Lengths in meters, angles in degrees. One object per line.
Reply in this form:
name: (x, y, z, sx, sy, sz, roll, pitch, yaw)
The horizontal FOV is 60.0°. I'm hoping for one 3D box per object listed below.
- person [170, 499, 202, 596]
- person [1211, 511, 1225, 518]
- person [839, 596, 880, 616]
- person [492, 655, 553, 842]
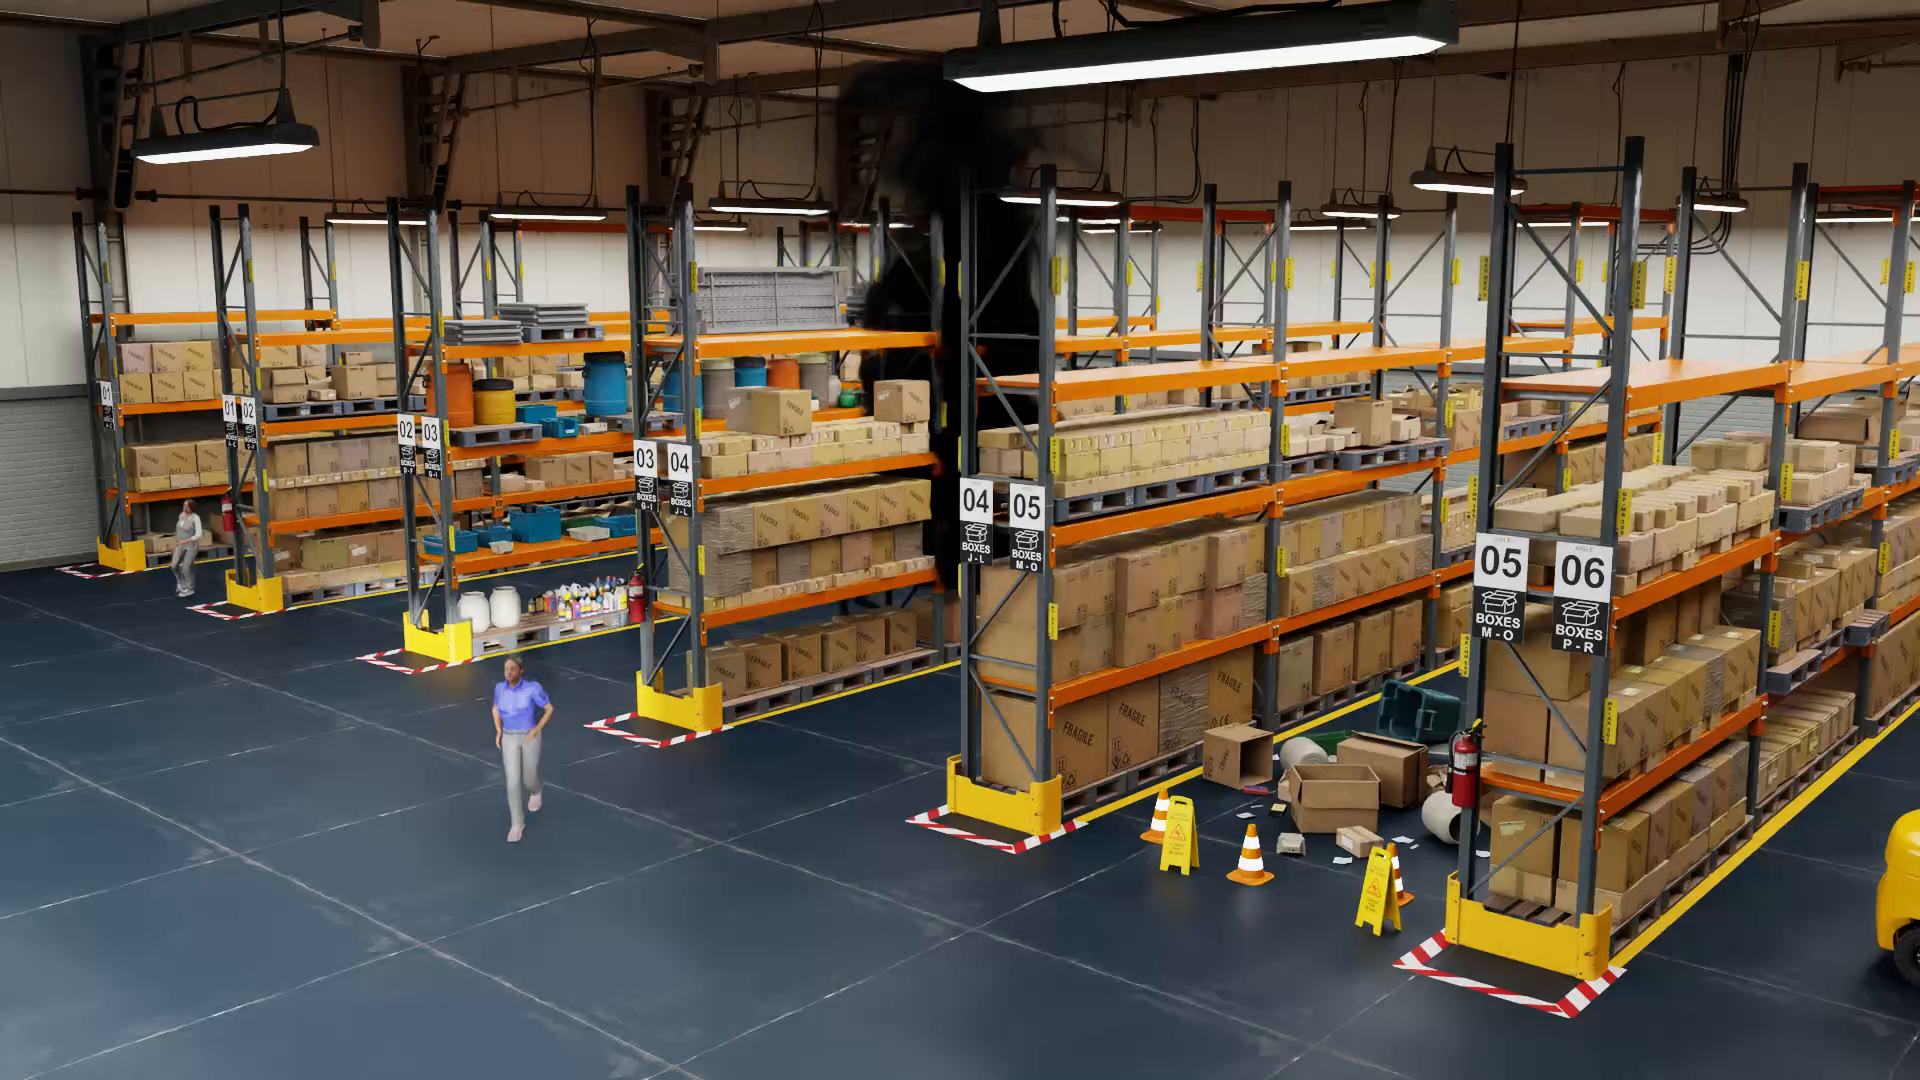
person: (-12.010, 0.133, 25.809, 0.584, 1.529, 0.528, 2, 10, 12)
person: (3.665, 0.369, 23.788, 0.702, 1.757, 0.894, 6, 11, 32)
person: (-1.481, 0.511, 23.366, 0.559, 1.586, 0.855, 9, 13, 44)
person: (-3.999, 1.858, 15.261, 0.577, 1.654, 0.792, 0, 9, -2)
